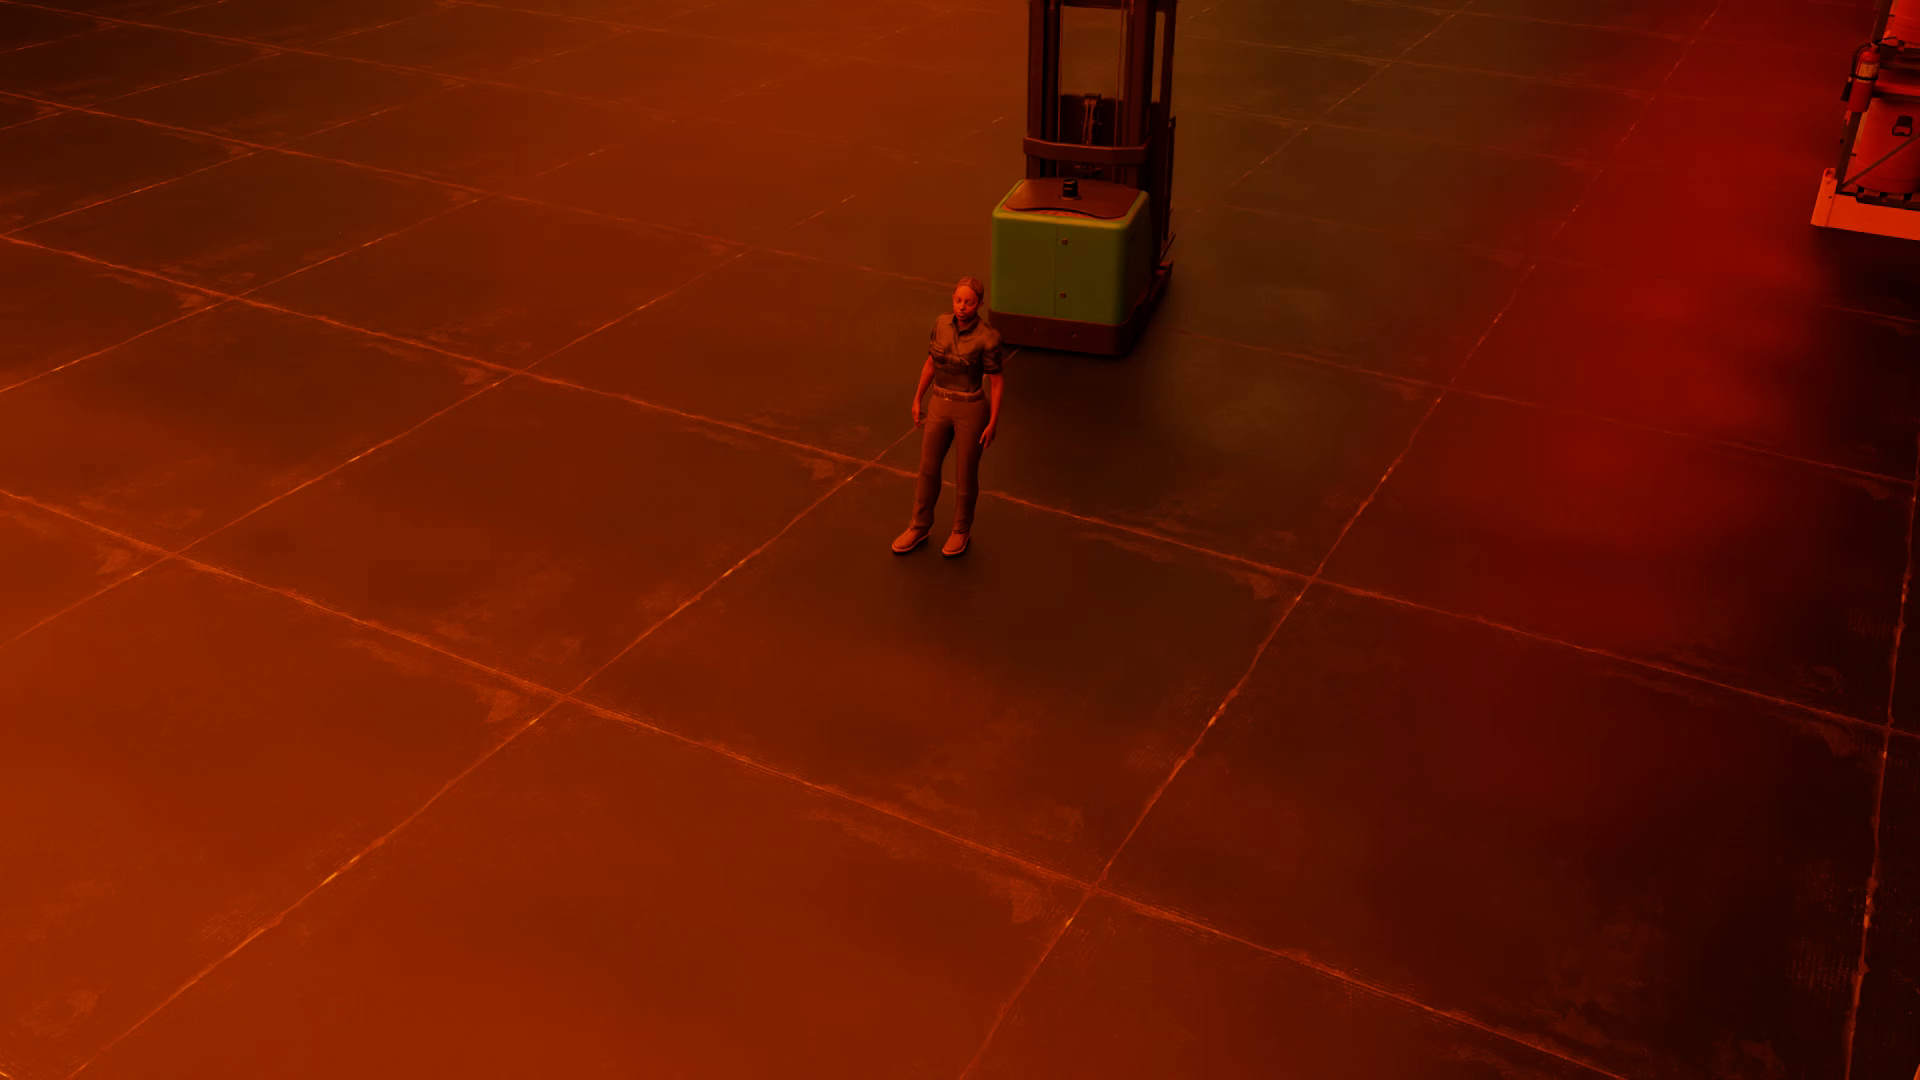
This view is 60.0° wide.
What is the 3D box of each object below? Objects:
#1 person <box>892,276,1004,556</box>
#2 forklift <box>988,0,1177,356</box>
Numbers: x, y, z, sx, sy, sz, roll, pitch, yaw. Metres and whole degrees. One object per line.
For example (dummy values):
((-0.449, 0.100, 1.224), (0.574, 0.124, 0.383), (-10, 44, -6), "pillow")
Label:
((-0.060, -0.690, 9.527), (0.569, 1.656, 0.503), (15, 33, 25), "person")
((1.121, -3.346, 12.869), (1.130, 2.935, 3.031), (8, 31, 14), "forklift")
